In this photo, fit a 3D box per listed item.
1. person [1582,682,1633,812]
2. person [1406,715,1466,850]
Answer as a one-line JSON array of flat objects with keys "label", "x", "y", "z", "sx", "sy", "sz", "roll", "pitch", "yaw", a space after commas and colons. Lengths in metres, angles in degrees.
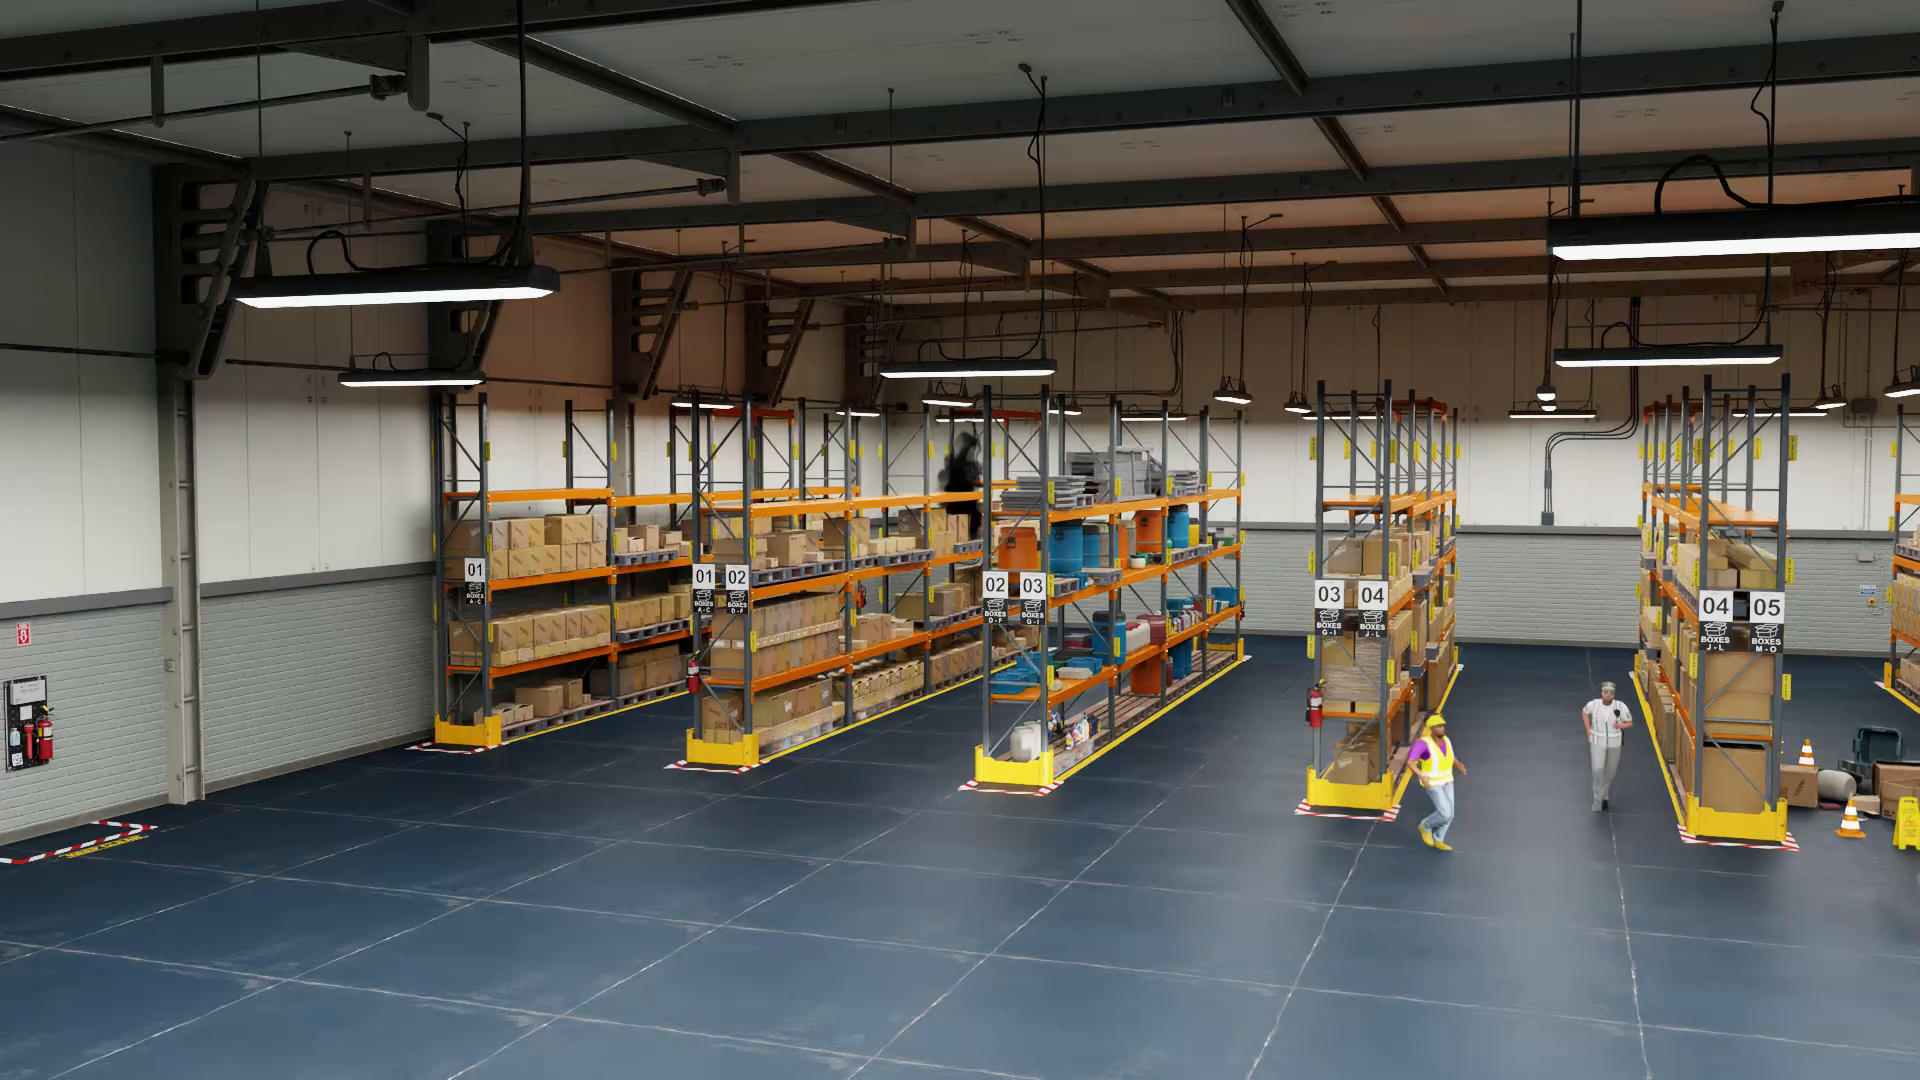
[{"label": "person", "x": 9.104, "y": 2.893, "z": 23.394, "sx": 0.633, "sy": 1.850, "sz": 0.847, "roll": 1, "pitch": 3, "yaw": 14}, {"label": "person", "x": 5.984, "y": 3.040, "z": 20.798, "sx": 0.711, "sy": 1.711, "sz": 0.601, "roll": -2, "pitch": 4, "yaw": -32}]
